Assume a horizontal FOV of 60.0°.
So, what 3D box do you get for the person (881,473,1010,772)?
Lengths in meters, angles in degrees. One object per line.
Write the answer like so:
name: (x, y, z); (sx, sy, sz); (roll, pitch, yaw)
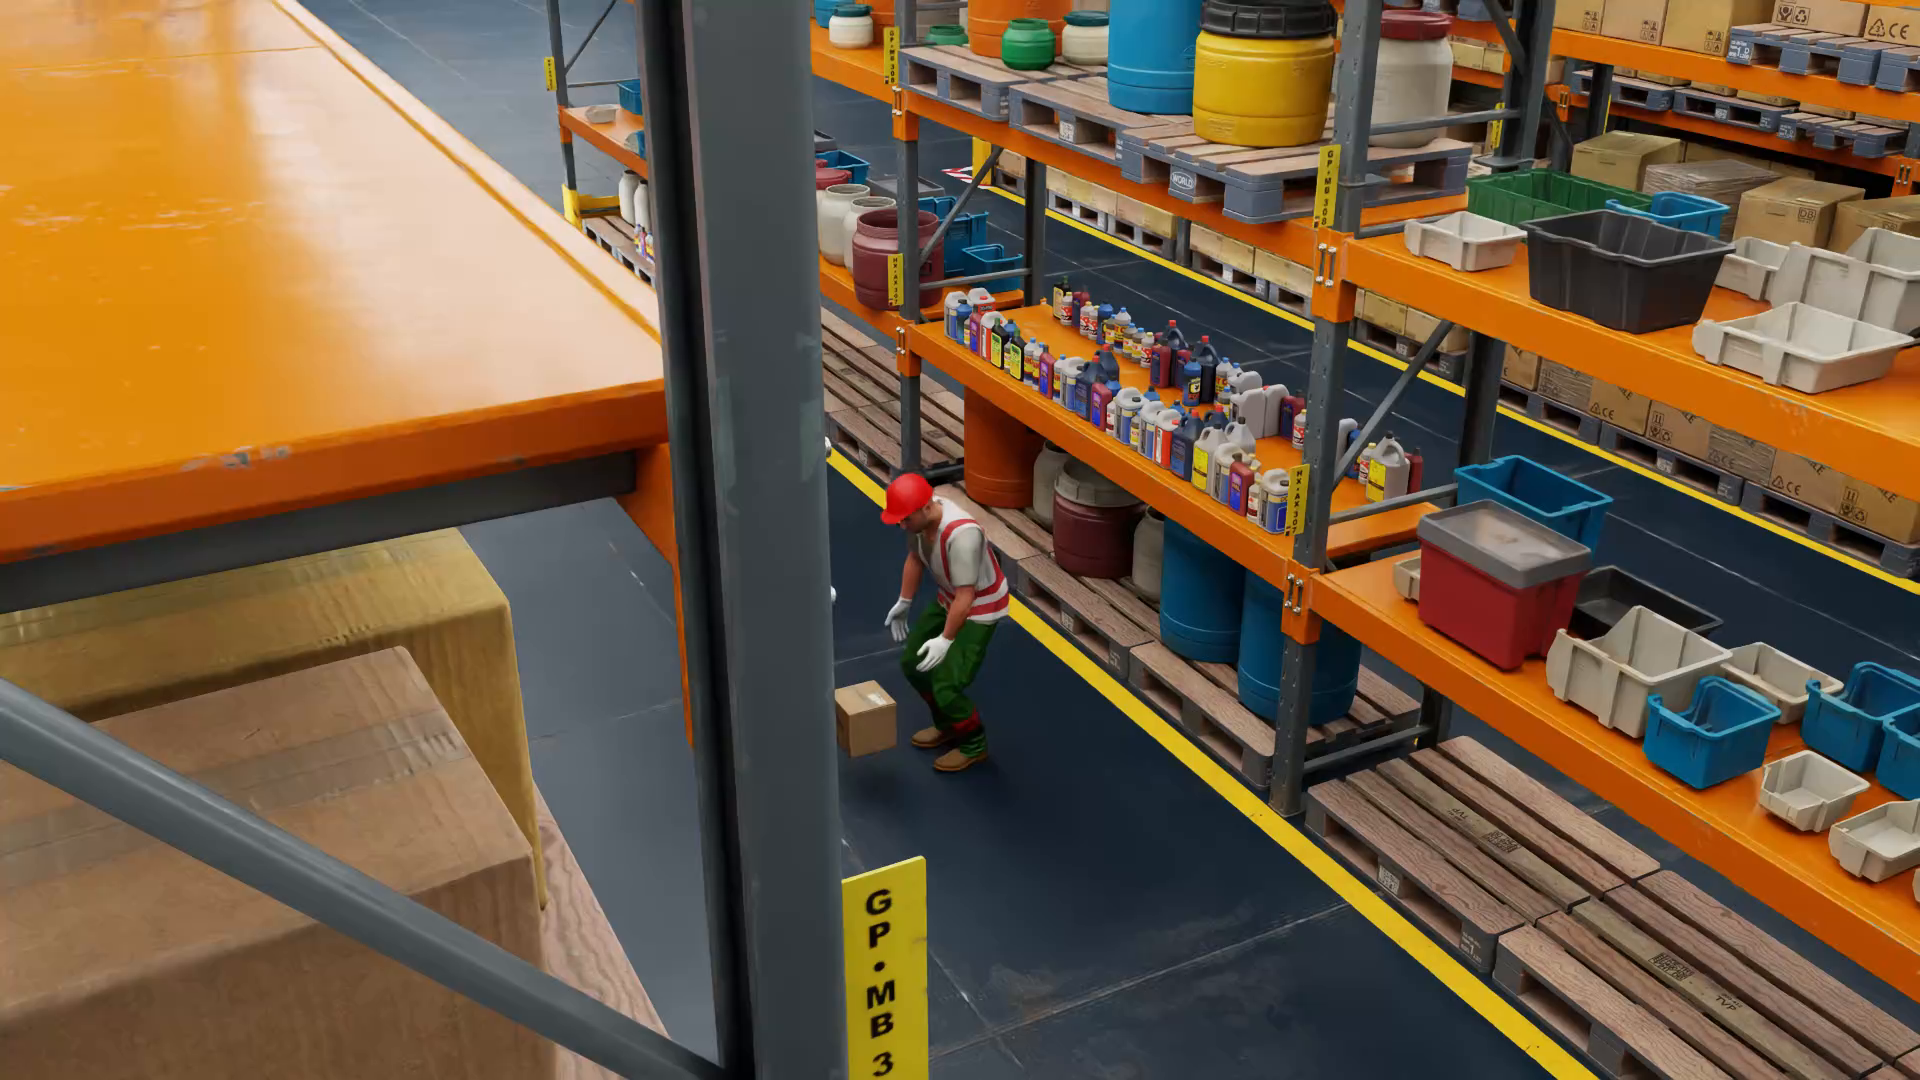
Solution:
person: (-0.071, 0.379, 8.028); (0.647, 1.578, 0.575); (-12, 28, -25)
